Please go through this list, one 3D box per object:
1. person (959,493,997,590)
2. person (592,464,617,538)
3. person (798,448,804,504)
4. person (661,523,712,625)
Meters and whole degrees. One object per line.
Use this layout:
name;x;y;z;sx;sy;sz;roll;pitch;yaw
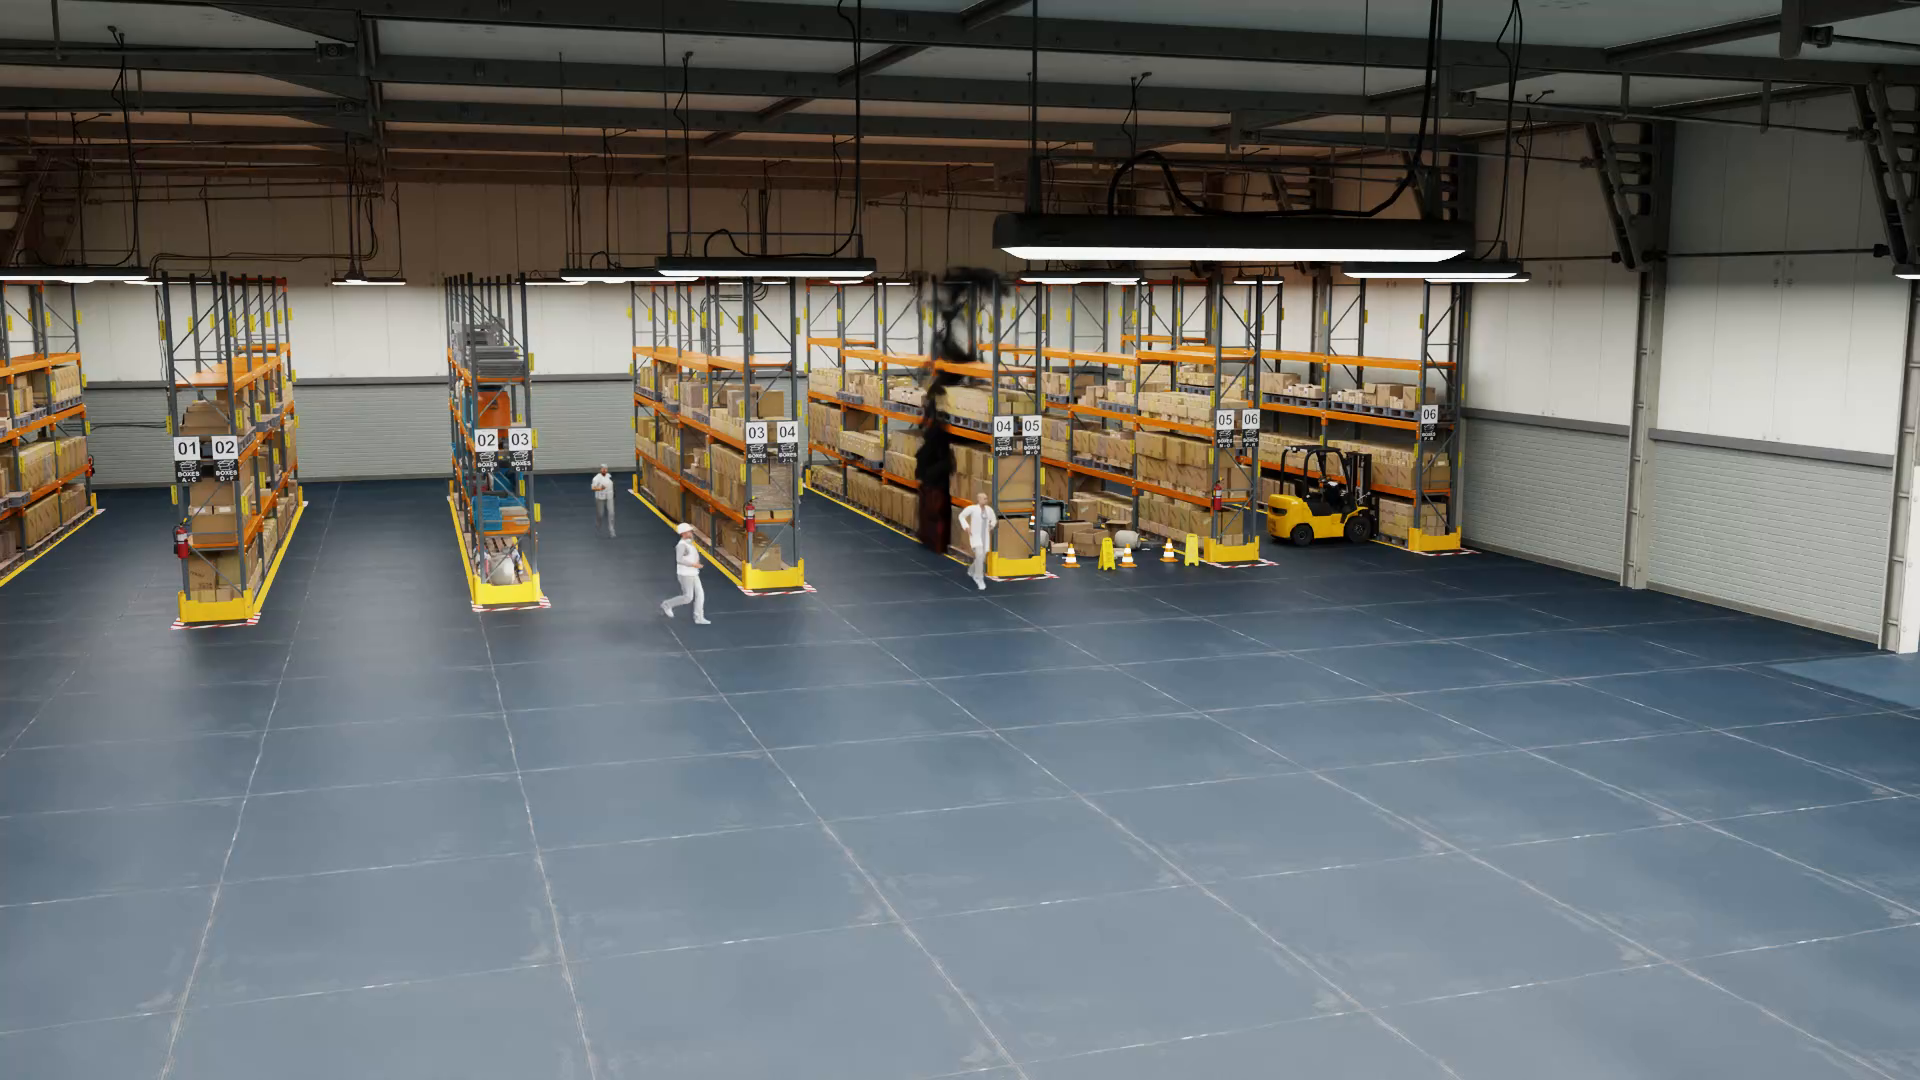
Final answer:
person;0.410;-0.009;32.219;0.706;1.806;1.000;-6;10;-32
person;-8.253;-0.931;38.601;0.598;1.688;0.839;-5;10;-29
person;-4.448;-1.783;44.726;0.546;1.583;0.718;-4;9;-24
person;-4.691;0.582;28.464;0.870;1.764;0.663;1;9;6
